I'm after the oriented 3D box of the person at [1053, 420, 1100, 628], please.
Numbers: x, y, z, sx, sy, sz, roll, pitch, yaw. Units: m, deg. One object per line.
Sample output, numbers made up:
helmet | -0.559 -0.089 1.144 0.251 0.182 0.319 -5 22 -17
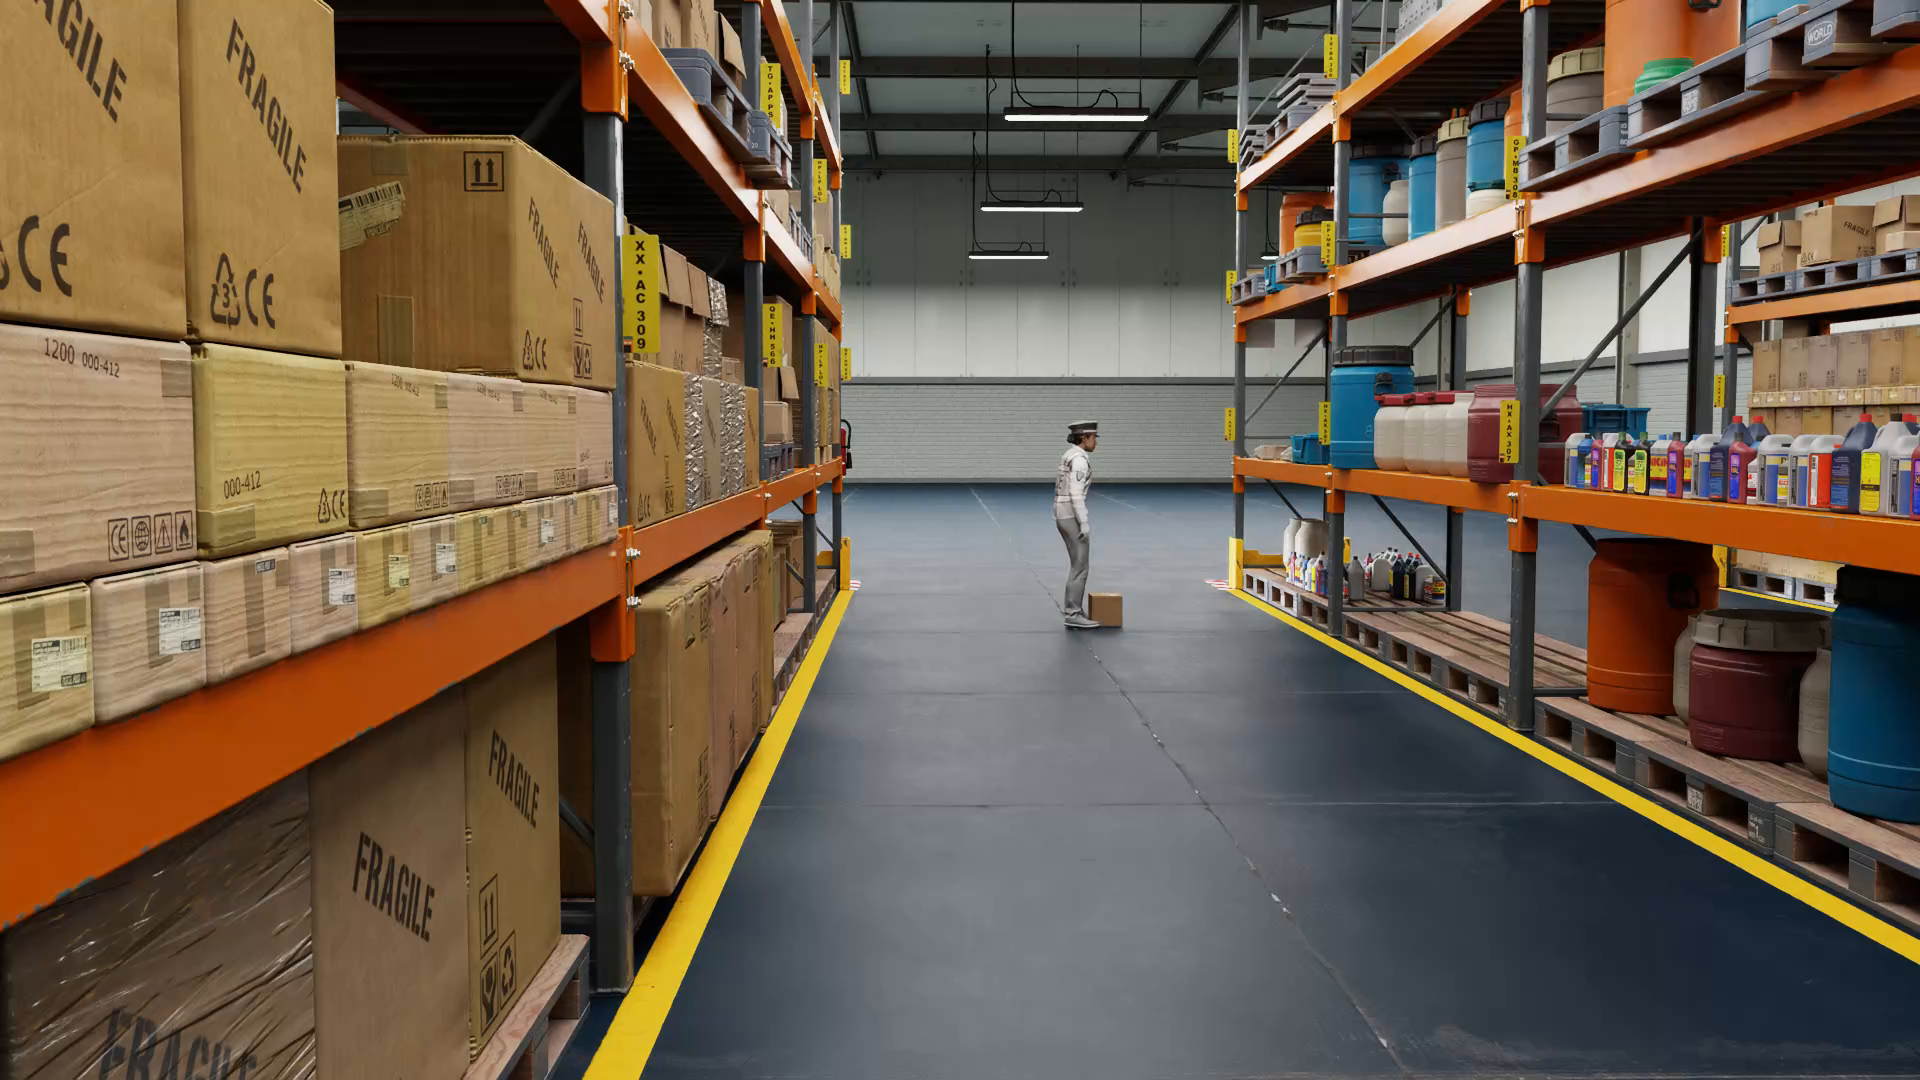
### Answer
person | 0.963 -0.136 13.496 0.405 1.663 0.538 0 4 -3
